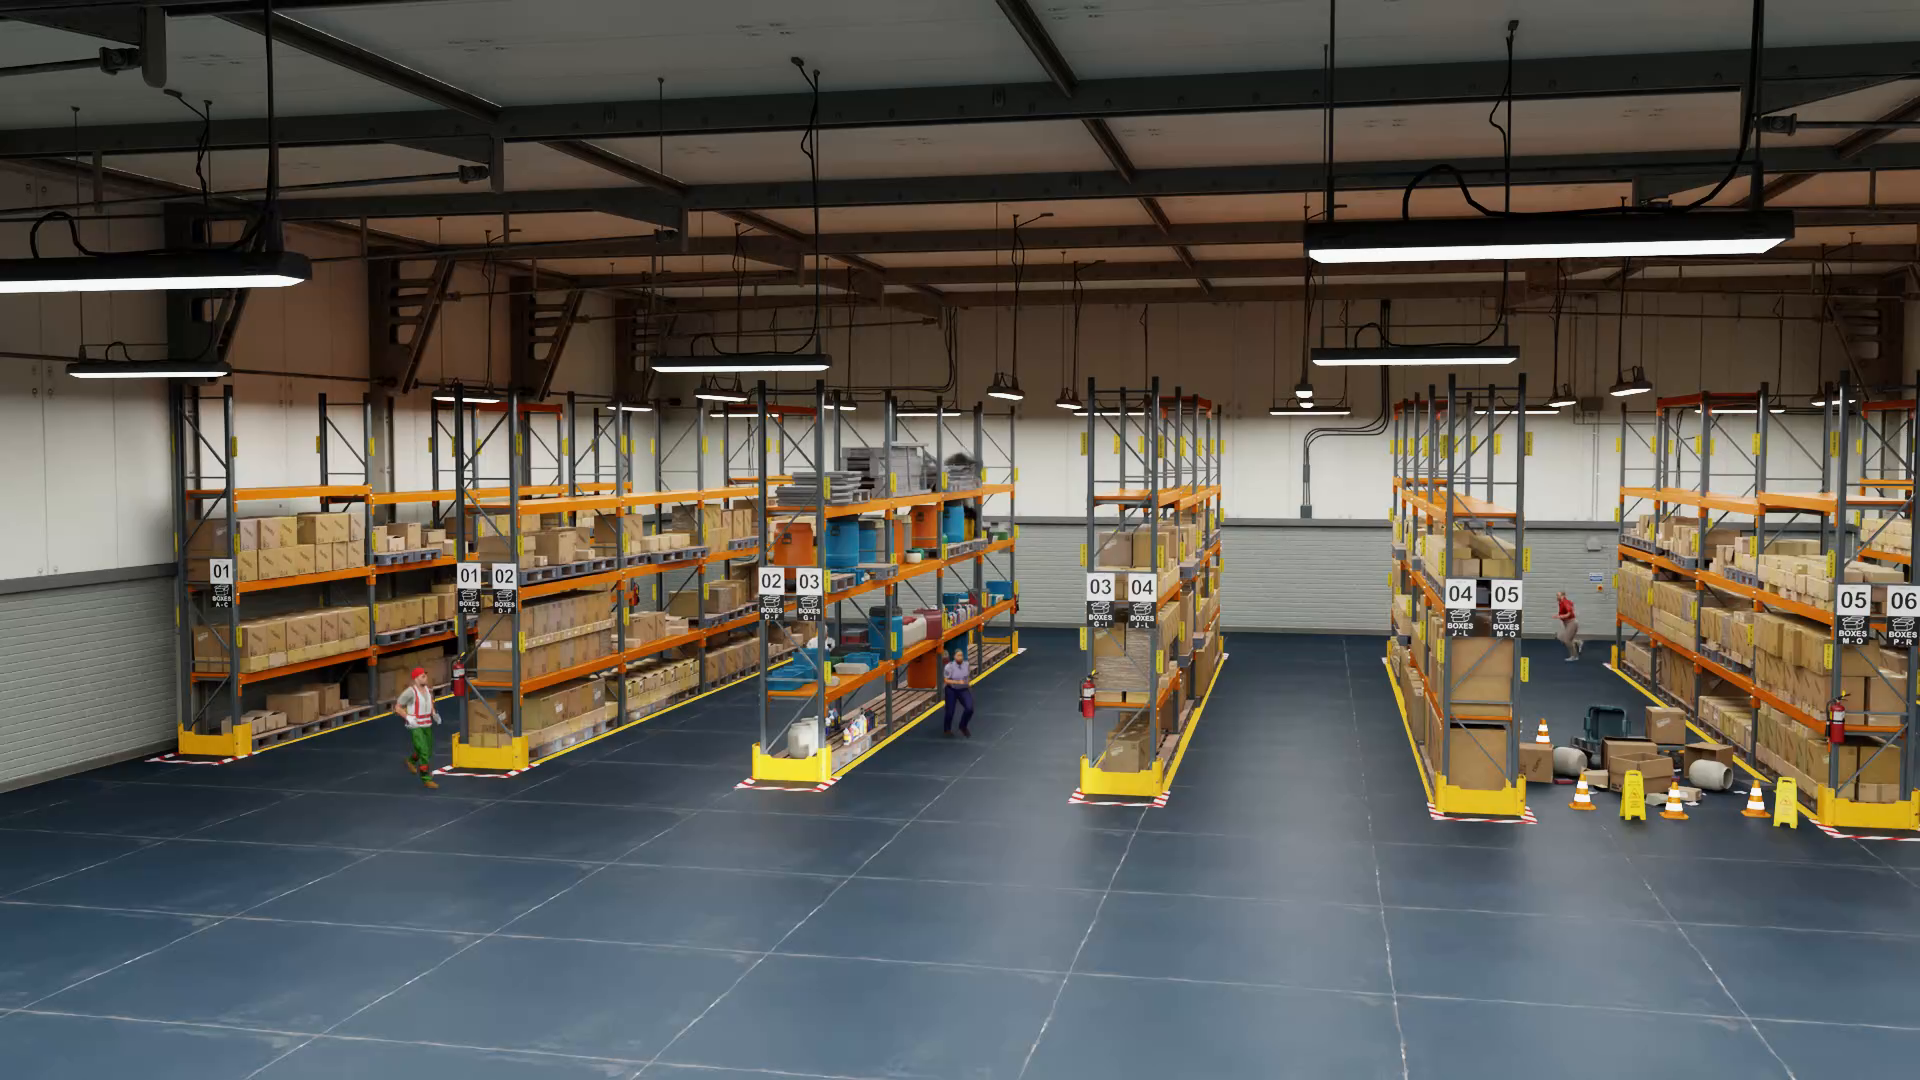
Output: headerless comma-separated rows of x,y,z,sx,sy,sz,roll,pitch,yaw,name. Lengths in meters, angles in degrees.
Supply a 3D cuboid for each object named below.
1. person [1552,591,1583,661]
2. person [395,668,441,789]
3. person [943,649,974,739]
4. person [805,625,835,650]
14.244,2.011,38.983,0.748,1.656,0.660,0,3,8,person
-8.020,2.762,24.506,0.798,1.769,0.664,2,4,31,person
-0.035,2.625,28.480,0.604,1.571,0.905,-1,3,-20,person
-2.629,2.426,31.730,0.661,1.625,0.514,0,3,3,person
